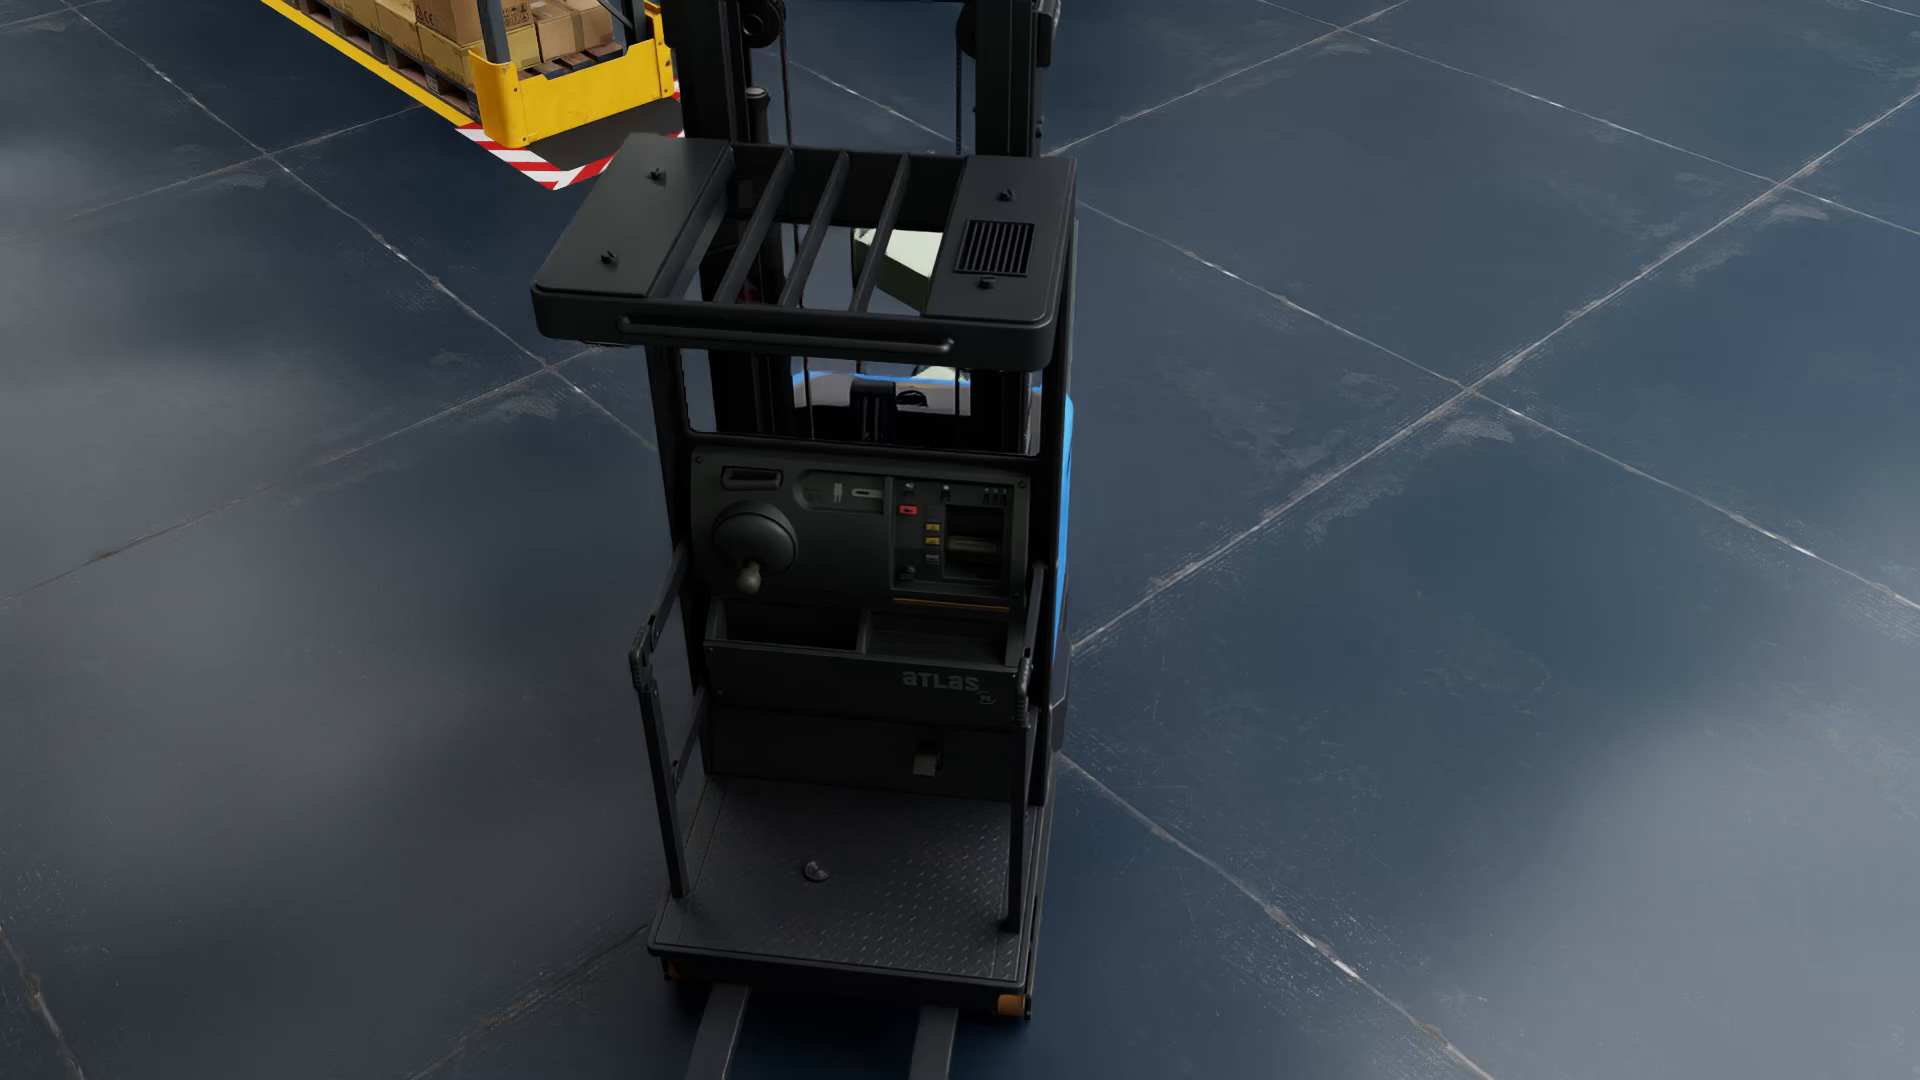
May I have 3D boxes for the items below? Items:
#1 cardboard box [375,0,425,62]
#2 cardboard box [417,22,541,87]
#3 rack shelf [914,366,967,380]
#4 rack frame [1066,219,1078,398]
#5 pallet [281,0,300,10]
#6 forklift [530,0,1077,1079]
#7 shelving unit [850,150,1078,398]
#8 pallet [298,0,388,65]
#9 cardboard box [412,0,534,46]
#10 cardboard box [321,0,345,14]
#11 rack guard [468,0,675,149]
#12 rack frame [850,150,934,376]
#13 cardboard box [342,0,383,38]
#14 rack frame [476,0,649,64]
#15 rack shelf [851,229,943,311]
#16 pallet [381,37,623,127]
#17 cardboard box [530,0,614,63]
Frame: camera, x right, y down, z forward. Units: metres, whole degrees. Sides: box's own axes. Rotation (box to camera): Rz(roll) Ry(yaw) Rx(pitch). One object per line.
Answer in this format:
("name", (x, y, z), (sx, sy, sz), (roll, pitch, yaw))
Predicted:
("cardboard box", (-3.199, -3.173, 10.146), (0.500, 0.250, 0.500), (-30, 48, -32))
("cardboard box", (-2.852, -2.947, 9.866), (0.500, 0.250, 0.500), (-30, 48, -32))
("rack shelf", (0.004, -0.347, 6.505), (0.431, 0.370, 0.720), (-31, 48, -32))
("rack frame", (0.256, -0.434, 6.094), (0.400, 1.500, 0.023), (-31, 48, -32))
("pallet", (-4.470, -4.111, 11.672), (1.003, 0.211, 1.213), (-30, 48, -32))
("forklift", (-0.300, 0.048, 4.358), (1.130, 2.935, 3.031), (5, 39, 6))
("shelving unit", (0.004, -0.601, 6.300), (0.431, 1.500, 0.755), (-31, 48, -32))
("pallet", (-3.641, -3.546, 10.973), (1.003, 0.211, 1.213), (-30, 48, -32))
("cardboard box", (-2.854, -3.238, 9.629), (0.500, 0.500, 0.500), (-30, 48, -32))
("cardboard box", (-3.875, -3.636, 10.719), (0.500, 0.250, 0.500), (-30, 48, -32))
("rack guard", (-2.255, -2.747, 9.754), (1.175, 0.500, 0.348), (-30, 48, -32))
("rack frame", (-0.248, -0.768, 6.507), (0.400, 1.500, 0.023), (-31, 48, -32))
("cardboard box", (-3.538, -3.404, 10.432), (0.500, 0.250, 0.500), (-30, 48, -32))
("rack frame", (-2.272, -3.731, 8.982), (1.000, 3.000, 0.127), (-30, 48, -32))
("rack shelf", (0.004, -0.905, 6.055), (0.431, 0.370, 0.720), (-31, 48, -32))
("pallet", (-2.820, -2.982, 10.274), (1.003, 0.211, 1.213), (-30, 48, -32))
("cardboard box", (-2.470, -3.167, 10.138), (0.500, 0.250, 0.500), (-30, 48, -32))
